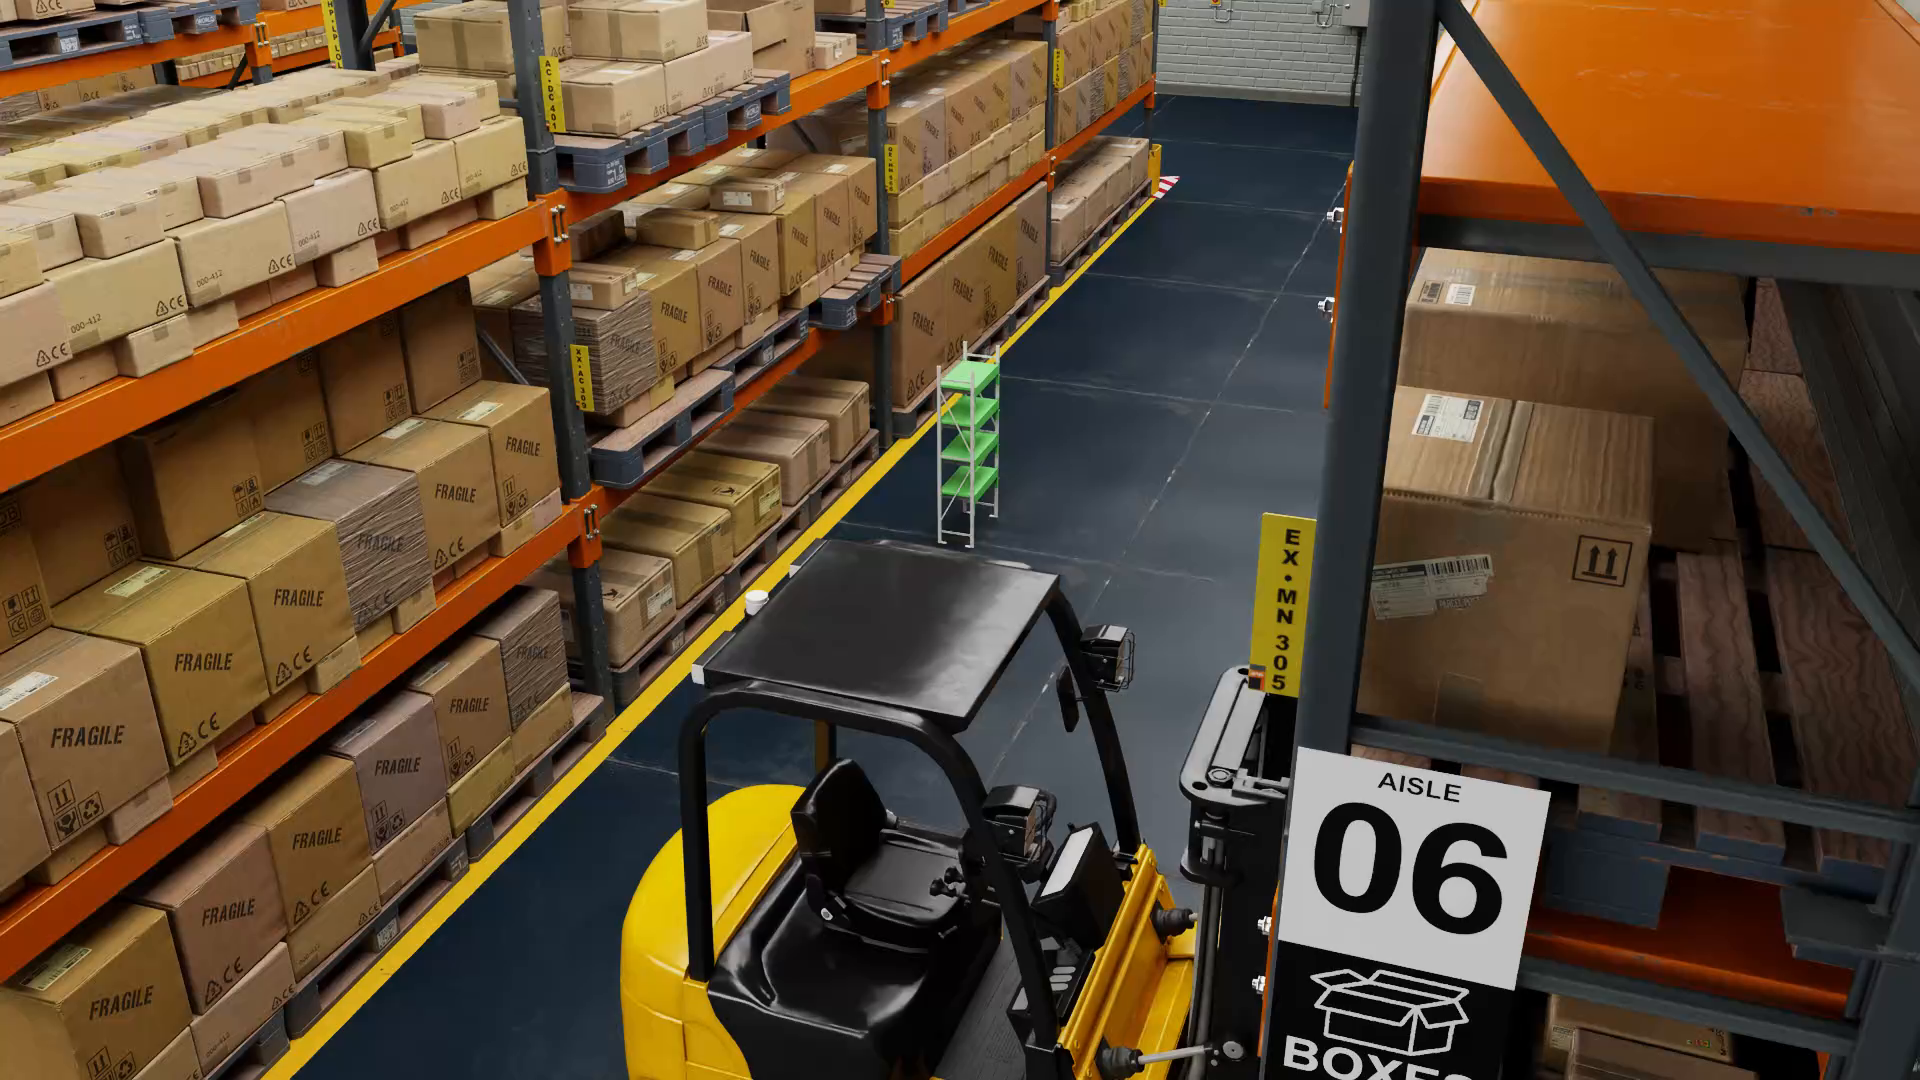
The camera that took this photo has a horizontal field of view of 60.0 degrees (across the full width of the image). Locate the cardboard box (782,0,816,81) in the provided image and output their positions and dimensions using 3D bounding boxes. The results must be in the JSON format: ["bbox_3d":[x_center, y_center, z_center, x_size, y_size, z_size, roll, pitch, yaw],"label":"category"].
[{"bbox_3d":[-1.307,-3.105,10.165,0.700,0.500,0.500,9,27,17],"label":"cardboard box"}]

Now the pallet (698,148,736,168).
[{"bbox_3d":[-3.350,-4.447,19.693,1.003,0.211,1.213,9,27,17],"label":"pallet"}]

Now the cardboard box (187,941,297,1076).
[{"bbox_3d":[-2.938,1.738,6.392,0.500,0.250,0.500,10,27,19],"label":"cardboard box"}]

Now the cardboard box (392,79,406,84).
[{"bbox_3d":[-4.824,-3.922,14.533,0.380,0.149,0.250,8,27,17],"label":"cardboard box"}]

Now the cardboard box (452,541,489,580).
[{"bbox_3d":[-2.369,0.034,7.525,0.380,0.149,0.250,9,27,18],"label":"cardboard box"}]

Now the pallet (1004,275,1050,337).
[{"bbox_3d":[0.164,-2.159,14.967,1.003,0.211,1.213,9,27,17],"label":"pallet"}]

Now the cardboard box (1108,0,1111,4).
[{"bbox_3d":[1.272,-5.359,16.369,0.380,0.149,0.250,10,27,19],"label":"cardboard box"}]

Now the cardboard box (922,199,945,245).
[{"bbox_3d":[-0.427,-2.409,12.455,0.500,0.250,0.500,8,27,16],"label":"cardboard box"}]

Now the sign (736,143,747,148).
[{"bbox_3d":[-1.506,-2.699,11.553,0.100,0.325,0.005,9,27,17],"label":"sign"}]

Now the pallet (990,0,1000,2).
[{"bbox_3d":[0.091,-4.622,13.632,0.805,0.209,1.217,8,27,15],"label":"pallet"}]

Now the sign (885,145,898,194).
[{"bbox_3d":[-0.467,-2.509,11.252,0.100,0.325,0.005,9,27,17],"label":"sign"}]

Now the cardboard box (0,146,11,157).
[{"bbox_3d":[-6.517,-2.250,10.693,0.700,0.500,0.500,9,27,18],"label":"cardboard box"}]

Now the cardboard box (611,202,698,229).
[{"bbox_3d":[-1.861,-1.676,9.832,0.500,0.500,0.500,8,27,15],"label":"cardboard box"}]

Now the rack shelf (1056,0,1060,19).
[{"bbox_3d":[1.015,-5.590,16.237,1.077,0.370,4.000,9,27,17],"label":"rack shelf"}]

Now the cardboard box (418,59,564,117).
[{"bbox_3d":[-2.255,-2.187,8.073,0.500,0.250,0.500,8,27,16],"label":"cardboard box"}]

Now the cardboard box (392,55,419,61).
[{"bbox_3d":[-5.092,-4.446,15.615,0.380,0.149,0.250,9,27,18],"label":"cardboard box"}]

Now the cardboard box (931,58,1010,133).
[{"bbox_3d":[0.085,-3.598,13.477,0.500,0.500,0.500,10,27,19],"label":"cardboard box"}]

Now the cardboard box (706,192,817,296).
[{"bbox_3d":[-1.199,-1.817,10.124,0.500,0.500,0.500,7,27,14],"label":"cardboard box"}]

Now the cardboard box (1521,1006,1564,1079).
[{"bbox_3d":[1.508,1.255,3.857,0.380,0.149,0.250,8,27,17],"label":"cardboard box"}]

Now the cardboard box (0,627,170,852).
[{"bbox_3d":[-3.055,0.643,5.524,0.500,0.500,0.500,10,27,19],"label":"cardboard box"}]

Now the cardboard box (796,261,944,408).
[{"bbox_3d":[-0.674,-1.603,12.574,0.875,0.875,0.875,8,27,17],"label":"cardboard box"}]

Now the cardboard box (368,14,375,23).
[{"bbox_3d":[-7.576,-6.652,20.877,0.500,0.250,0.500,8,27,17],"label":"cardboard box"}]

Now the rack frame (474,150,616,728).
[{"bbox_3d":[-2.313,-0.454,8.247,1.000,3.000,0.127,9,27,17],"label":"rack frame"}]

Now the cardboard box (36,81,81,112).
[{"bbox_3d":[-9.232,-4.574,16.641,0.500,0.500,0.500,8,27,17],"label":"cardboard box"}]

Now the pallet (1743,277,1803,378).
[{"bbox_3d":[2.110,-0.692,5.397,1.003,0.211,1.213,9,27,17],"label":"pallet"}]

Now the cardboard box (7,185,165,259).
[{"bbox_3d":[-2.813,-1.026,5.359,0.380,0.149,0.250,10,27,19],"label":"cardboard box"}]

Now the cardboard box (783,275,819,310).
[{"bbox_3d":[-1.101,-1.557,10.331,0.380,0.149,0.250,9,27,18],"label":"cardboard box"}]

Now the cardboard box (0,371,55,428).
[{"bbox_3d":[-3.045,-0.467,5.119,0.380,0.149,0.250,9,27,17],"label":"cardboard box"}]

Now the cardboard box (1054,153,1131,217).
[{"bbox_3d":[1.258,-3.759,17.529,0.875,0.438,0.875,9,27,19],"label":"cardboard box"}]

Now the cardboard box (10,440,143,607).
[{"bbox_3d":[-3.432,-0.113,5.937,0.700,0.500,0.500,8,27,17],"label":"cardboard box"}]

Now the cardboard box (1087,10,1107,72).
[{"bbox_3d":[1.091,-4.813,15.987,0.500,0.500,0.500,9,27,18],"label":"cardboard box"}]

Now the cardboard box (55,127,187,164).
[{"bbox_3d":[-3.107,-1.425,6.182,0.380,0.149,0.250,8,27,17],"label":"cardboard box"}]

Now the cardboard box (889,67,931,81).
[{"bbox_3d":[-0.547,-3.466,13.204,0.500,0.500,0.500,8,27,17],"label":"cardboard box"}]

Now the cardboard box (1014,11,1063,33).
[{"bbox_3d":[0.699,-4.621,14.846,0.380,0.149,0.250,8,27,17],"label":"cardboard box"}]

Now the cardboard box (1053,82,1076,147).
[{"bbox_3d":[0.752,-3.942,15.335,0.500,0.500,0.500,10,27,19],"label":"cardboard box"}]

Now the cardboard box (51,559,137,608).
[{"bbox_3d":[-3.382,0.337,6.155,0.500,0.500,0.500,9,27,17],"label":"cardboard box"}]

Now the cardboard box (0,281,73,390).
[{"bbox_3d":[-3.049,-0.601,4.937,0.500,0.250,0.500,8,27,17],"label":"cardboard box"}]

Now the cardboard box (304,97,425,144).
[{"bbox_3d":[-2.398,-1.677,6.702,0.380,0.149,0.250,9,27,19],"label":"cardboard box"}]

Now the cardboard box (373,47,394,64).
[{"bbox_3d":[-7.802,-5.781,21.204,0.875,0.875,0.875,9,27,17],"label":"cardboard box"}]

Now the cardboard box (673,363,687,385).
[{"bbox_3d":[-1.717,-0.941,9.057,0.380,0.149,0.250,11,28,21],"label":"cardboard box"}]

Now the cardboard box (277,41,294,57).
[{"bbox_3d":[-8.067,-5.780,19.534,0.380,0.149,0.250,8,27,16],"label":"cardboard box"}]

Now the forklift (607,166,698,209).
[{"bbox_3d":[-2.653,-2.430,12.405,1.130,2.935,3.031,10,28,19],"label":"forklift"}]

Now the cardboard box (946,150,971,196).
[{"bbox_3d":[-0.230,-2.843,12.779,0.500,0.250,0.500,9,27,17],"label":"cardboard box"}]

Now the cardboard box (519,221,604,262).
[{"bbox_3d":[-2.155,-1.622,8.975,0.380,0.149,0.250,8,27,16],"label":"cardboard box"}]

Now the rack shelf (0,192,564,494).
[{"bbox_3d":[-2.978,-0.659,6.052,1.077,0.370,4.000,9,27,17],"label":"rack shelf"}]

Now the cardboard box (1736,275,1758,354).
[{"bbox_3d":[1.622,-0.581,4.352,0.797,0.503,0.637,10,27,19],"label":"cardboard box"}]

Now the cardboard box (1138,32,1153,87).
[{"bbox_3d":[1.770,-5.194,17.921,0.500,0.500,0.500,9,27,18],"label":"cardboard box"}]

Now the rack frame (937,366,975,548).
[{"bbox_3d":[-0.026,-0.508,10.422,0.240,1.200,0.015,9,27,17],"label":"rack frame"}]

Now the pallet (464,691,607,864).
[{"bbox_3d":[-2.503,1.082,8.274,1.003,0.211,1.213,9,27,17],"label":"pallet"}]

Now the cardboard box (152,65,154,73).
[{"bbox_3d":[-9.118,-5.345,18.635,0.380,0.149,0.250,9,27,18],"label":"cardboard box"}]

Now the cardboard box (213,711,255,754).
[{"bbox_3d":[-2.887,0.664,6.226,0.380,0.149,0.250,10,27,19],"label":"cardboard box"}]

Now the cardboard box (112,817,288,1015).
[{"bbox_3d":[-2.937,1.384,6.263,0.500,0.500,0.500,8,27,16],"label":"cardboard box"}]

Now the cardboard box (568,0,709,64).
[{"bbox_3d":[-1.584,-2.539,8.227,0.500,0.250,0.500,8,27,16],"label":"cardboard box"}]

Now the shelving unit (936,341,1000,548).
[{"bbox_3d":[0.055,-0.608,10.629,0.258,1.200,0.503,9,27,17],"label":"shelving unit"}]

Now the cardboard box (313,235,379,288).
[{"bbox_3d":[-2.486,-1.097,6.419,0.380,0.149,0.250,10,27,19],"label":"cardboard box"}]

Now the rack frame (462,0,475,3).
[{"bbox_3d":[-4.352,-4.418,16.433,1.000,3.000,0.127,9,27,17],"label":"rack frame"}]
